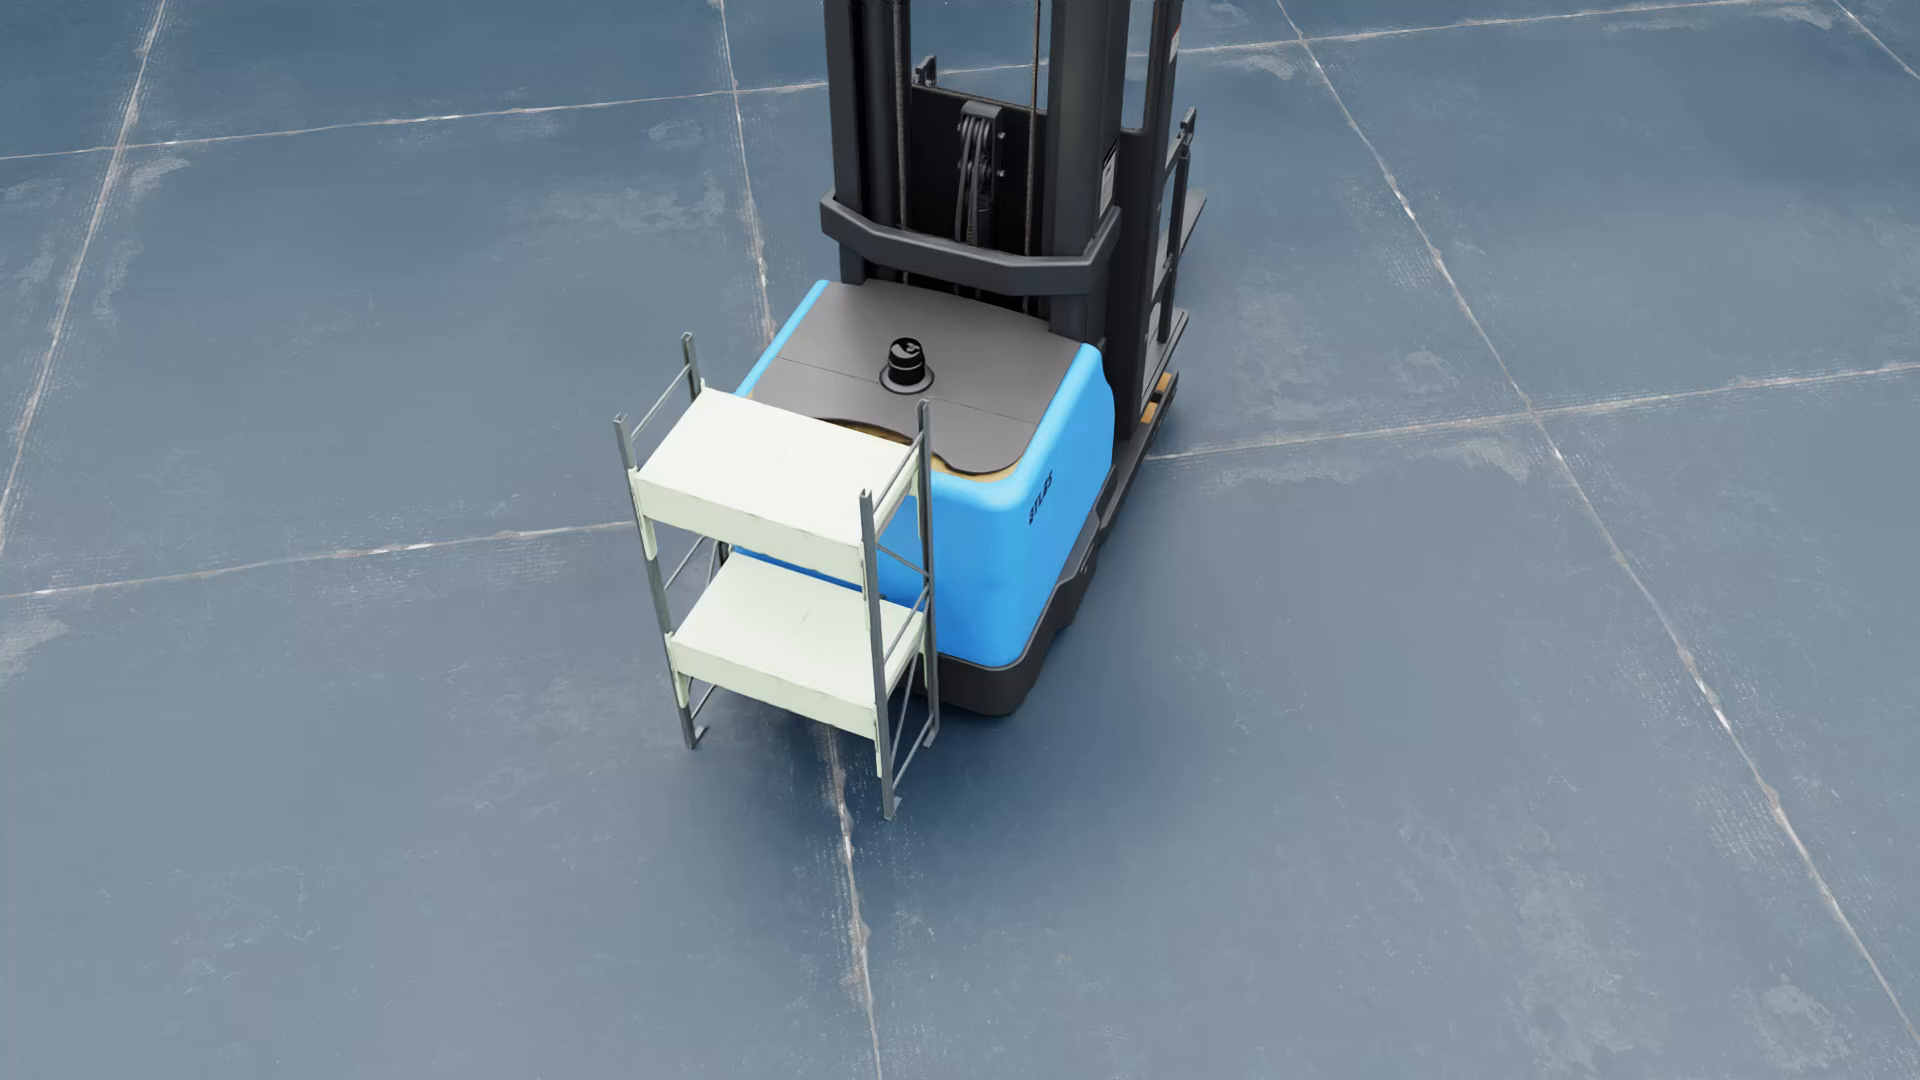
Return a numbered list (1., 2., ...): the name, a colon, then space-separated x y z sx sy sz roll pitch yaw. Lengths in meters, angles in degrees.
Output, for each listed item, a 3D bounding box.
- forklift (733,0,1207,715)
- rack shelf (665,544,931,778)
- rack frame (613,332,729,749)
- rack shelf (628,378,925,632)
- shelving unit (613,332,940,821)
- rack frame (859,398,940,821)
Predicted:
1. forklift: 0.240 -1.508 5.667 1.130 2.935 3.031 16 48 15
2. rack shelf: -0.498 0.378 5.289 0.720 0.370 0.431 17 50 16
3. rack frame: -0.838 0.054 5.148 0.023 1.500 0.400 17 50 16
4. rack shelf: -0.506 -0.106 4.761 0.720 0.370 0.431 17 50 16
5. shelving unit: -0.502 0.158 5.049 0.755 1.500 0.431 17 50 16
6. rack frame: -0.165 0.261 4.949 0.023 1.500 0.400 17 50 16
